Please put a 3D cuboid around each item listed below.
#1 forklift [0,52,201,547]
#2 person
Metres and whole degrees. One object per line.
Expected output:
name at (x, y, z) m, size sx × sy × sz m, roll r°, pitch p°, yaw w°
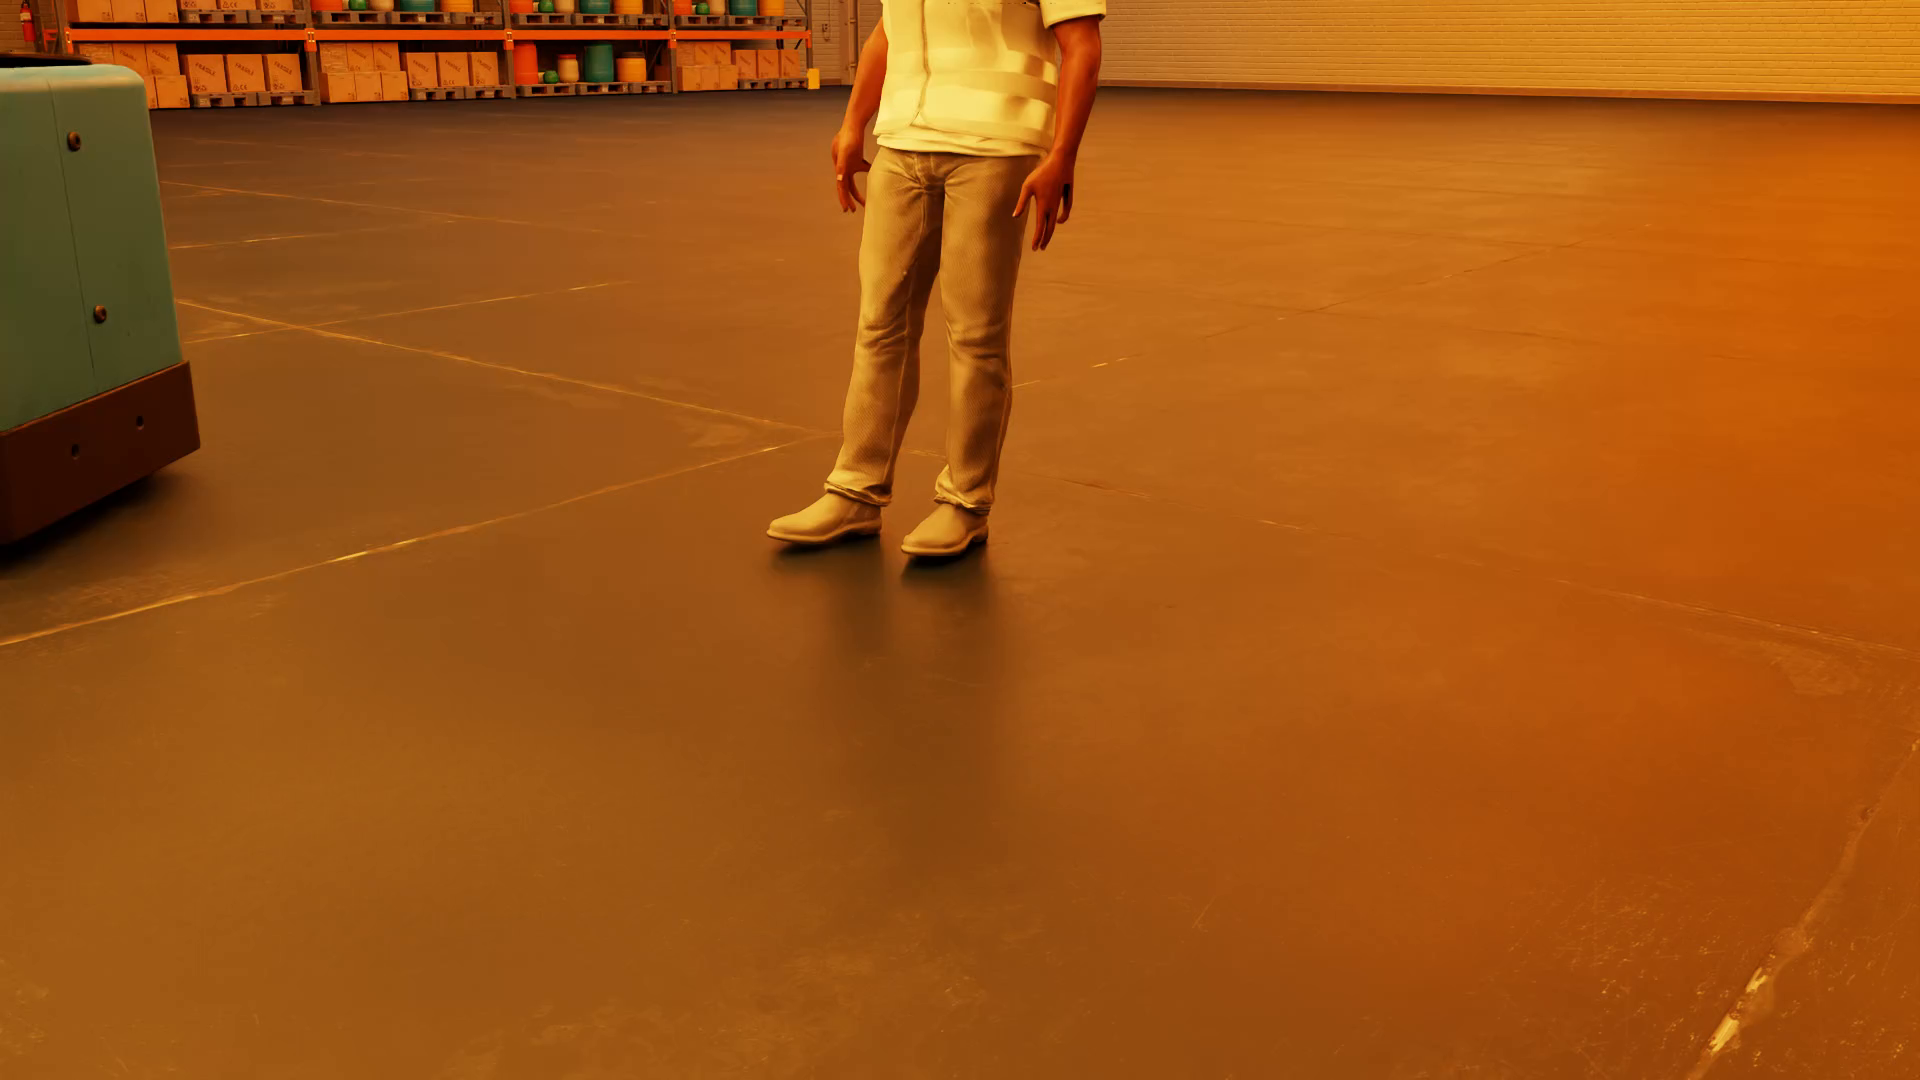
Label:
forklift at (-3.588, -1.468, 3.732) m, size 3.031 × 2.935 × 1.130 m, roll 1°, pitch 17°, yaw 2°
person at (-0.049, -0.834, 3.635) m, size 0.666 × 1.761 × 0.575 m, roll 13°, pitch 21°, yaw 37°
